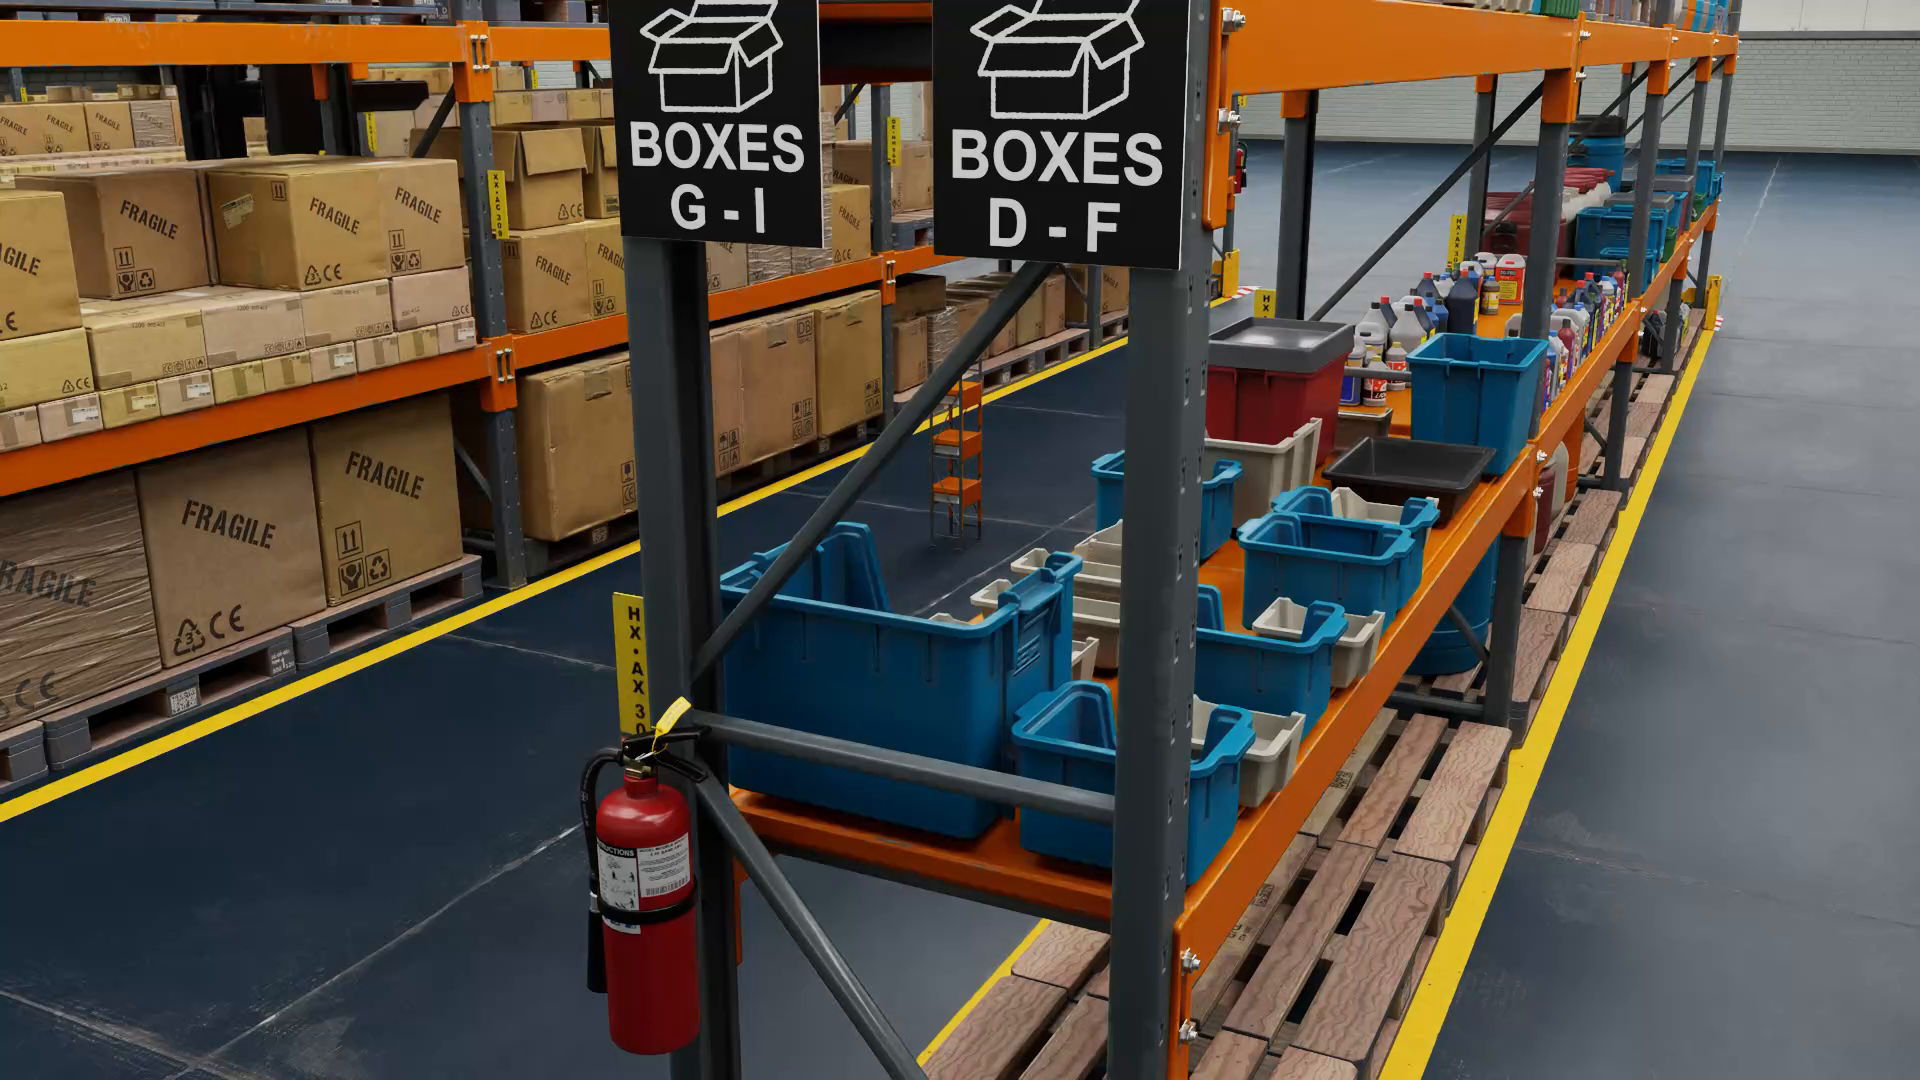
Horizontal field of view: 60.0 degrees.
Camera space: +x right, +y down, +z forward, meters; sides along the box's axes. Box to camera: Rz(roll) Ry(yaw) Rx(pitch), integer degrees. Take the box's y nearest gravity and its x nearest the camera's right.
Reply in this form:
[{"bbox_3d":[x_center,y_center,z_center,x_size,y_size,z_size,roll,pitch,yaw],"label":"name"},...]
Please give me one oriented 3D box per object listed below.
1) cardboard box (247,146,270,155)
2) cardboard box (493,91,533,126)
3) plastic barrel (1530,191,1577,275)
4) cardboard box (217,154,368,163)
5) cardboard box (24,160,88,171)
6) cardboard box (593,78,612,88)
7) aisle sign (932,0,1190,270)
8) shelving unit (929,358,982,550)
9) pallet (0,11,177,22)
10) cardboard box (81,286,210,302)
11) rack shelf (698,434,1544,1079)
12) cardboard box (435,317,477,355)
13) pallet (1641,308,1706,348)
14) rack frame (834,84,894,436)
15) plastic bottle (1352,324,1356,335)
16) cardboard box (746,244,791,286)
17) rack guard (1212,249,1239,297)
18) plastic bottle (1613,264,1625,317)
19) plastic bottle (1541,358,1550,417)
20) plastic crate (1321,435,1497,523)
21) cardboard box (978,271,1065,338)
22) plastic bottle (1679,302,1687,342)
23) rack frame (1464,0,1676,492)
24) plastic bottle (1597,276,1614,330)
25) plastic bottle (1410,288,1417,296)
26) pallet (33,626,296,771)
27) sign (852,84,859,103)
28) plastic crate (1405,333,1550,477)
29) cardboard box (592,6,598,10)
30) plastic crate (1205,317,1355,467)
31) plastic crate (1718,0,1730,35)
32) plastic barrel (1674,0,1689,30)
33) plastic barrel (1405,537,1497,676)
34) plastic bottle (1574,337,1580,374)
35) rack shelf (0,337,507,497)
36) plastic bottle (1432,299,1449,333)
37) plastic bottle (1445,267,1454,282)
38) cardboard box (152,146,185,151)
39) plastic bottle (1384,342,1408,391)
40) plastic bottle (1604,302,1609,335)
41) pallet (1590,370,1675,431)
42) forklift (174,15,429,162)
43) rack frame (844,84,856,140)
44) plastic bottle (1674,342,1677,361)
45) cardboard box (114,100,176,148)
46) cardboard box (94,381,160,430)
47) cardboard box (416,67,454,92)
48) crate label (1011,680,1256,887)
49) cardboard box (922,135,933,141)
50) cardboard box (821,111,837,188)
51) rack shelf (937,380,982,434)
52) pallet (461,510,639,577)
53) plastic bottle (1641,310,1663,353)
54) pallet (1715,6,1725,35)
[{"bbox_3d":[-5.386,-2.974,12.927,0.380,0.149,0.250,9,19,27],"label":"cardboard box"},{"bbox_3d":[-4.456,-3.952,15.629,0.700,0.500,0.500,8,18,25],"label":"cardboard box"},{"bbox_3d":[3.746,-1.977,10.717,0.421,0.512,0.421,0,17,0],"label":"plastic barrel"},{"bbox_3d":[-3.184,-1.586,8.021,0.500,0.500,0.500,8,18,25],"label":"cardboard box"},{"bbox_3d":[-6.196,-2.510,11.367,0.380,0.149,0.250,8,18,25],"label":"cardboard box"},{"bbox_3d":[-3.363,-4.619,17.649,0.875,0.550,0.550,8,18,25],"label":"cardboard box"},{"bbox_3d":[0.136,-0.787,2.339,0.394,0.787,0.004,8,18,25],"label":"aisle sign"},{"bbox_3d":[-0.024,-0.490,9.329,0.215,1.050,0.252,8,18,25],"label":"shelving unit"},{"bbox_3d":[-6.301,-3.659,11.636,1.213,0.211,1.003,8,18,25],"label":"pallet"},{"bbox_3d":[-3.638,-0.971,7.267,0.500,0.250,0.500,9,19,27],"label":"cardboard box"},{"bbox_3d":[0.796,0.239,4.716,1.077,0.370,4.000,8,18,25],"label":"rack shelf"},{"bbox_3d":[-2.584,-1.006,8.084,0.380,0.149,0.250,8,18,26],"label":"cardboard box"},{"bbox_3d":[6.693,-2.104,16.237,1.003,0.211,1.213,8,18,25],"label":"pallet"},{"bbox_3d":[-0.953,-2.265,11.880,1.000,3.000,0.127,8,18,25],"label":"rack frame"},{"bbox_3d":[1.640,-0.766,7.040,0.061,0.283,0.133,8,18,25],"label":"plastic bottle"},{"bbox_3d":[-1.409,-1.896,10.465,0.500,0.500,0.500,7,18,24],"label":"cardboard box"},{"bbox_3d":[2.587,-3.085,19.032,1.175,0.500,0.348,8,18,25],"label":"rack guard"},{"bbox_3d":[3.575,-1.362,9.048,0.061,0.283,0.133,8,18,25],"label":"plastic bottle"},{"bbox_3d":[2.295,-0.633,6.591,0.061,0.283,0.133,8,18,25],"label":"plastic bottle"},{"bbox_3d":[1.430,-0.193,5.284,0.437,0.125,0.590,8,18,25],"label":"plastic crate"},{"bbox_3d":[0.540,-2.142,15.087,0.700,0.500,0.500,7,18,21],"label":"cardboard box"},{"bbox_3d":[6.271,-1.904,14.545,0.144,0.351,0.185,8,18,25],"label":"plastic bottle"},{"bbox_3d":[3.478,-1.634,9.759,1.000,3.000,0.127,8,18,25],"label":"rack frame"},{"bbox_3d":[3.333,-1.230,8.625,0.097,0.271,0.097,0,17,0],"label":"plastic bottle"},{"bbox_3d":[2.192,-1.081,8.100,0.061,0.283,0.133,8,18,25],"label":"plastic bottle"},{"bbox_3d":[-3.695,0.587,7.178,1.003,0.211,1.213,8,18,25],"label":"pallet"},{"bbox_3d":[-1.292,-5.555,20.509,0.100,0.325,0.005,8,18,25],"label":"sign"},{"bbox_3d":[1.787,-0.474,5.776,0.392,0.384,0.575,8,18,25],"label":"plastic crate"},{"bbox_3d":[-3.731,-5.355,16.368,0.500,0.250,0.500,8,18,26],"label":"cardboard box"},{"bbox_3d":[1.067,-0.479,5.653,0.402,0.464,0.583,8,18,25],"label":"plastic crate"},{"bbox_3d":[6.470,-4.578,14.430,0.392,0.384,0.575,8,18,25],"label":"plastic crate"},{"bbox_3d":[4.039,-3.494,9.872,0.600,0.901,0.600,0,17,0],"label":"plastic barrel"},{"bbox_3d":[1.949,0.053,7.027,0.600,0.901,0.708,8,18,25],"label":"plastic barrel"},{"bbox_3d":[2.728,-0.852,7.472,0.097,0.201,0.097,0,17,0],"label":"plastic bottle"},{"bbox_3d":[-3.634,-0.391,6.837,1.077,0.370,4.000,8,18,25],"label":"rack shelf"},{"bbox_3d":[2.249,-0.999,7.846,0.097,0.271,0.097,0,17,0],"label":"plastic bottle"},{"bbox_3d":[2.584,-1.304,8.853,0.061,0.283,0.133,8,18,25],"label":"plastic bottle"},{"bbox_3d":[-6.075,-2.996,13.003,0.380,0.149,0.250,7,18,23],"label":"cardboard box"},{"bbox_3d":[1.860,-0.744,7.109,0.097,0.201,0.097,0,17,0],"label":"plastic bottle"},{"bbox_3d":[3.246,-1.147,8.468,0.097,0.201,0.097,0,17,0],"label":"plastic bottle"},{"bbox_3d":[4.949,-1.112,12.896,1.003,0.211,1.213,8,18,25],"label":"pallet"},{"bbox_3d":[-4.114,-1.934,10.888,1.130,2.935,3.031,8,18,25],"label":"forklift"},{"bbox_3d":[-1.771,-4.959,20.952,1.000,3.000,0.127,8,18,25],"label":"rack frame"},{"bbox_3d":[5.845,-1.574,13.698,0.097,0.201,0.097,0,17,0],"label":"plastic bottle"},{"bbox_3d":[-8.723,-4.399,17.629,0.500,0.500,0.500,7,18,23],"label":"cardboard box"},{"bbox_3d":[-3.388,-0.547,6.538,0.380,0.149,0.250,8,18,24],"label":"cardboard box"},{"bbox_3d":[-6.646,-5.804,21.343,0.700,0.500,0.500,8,18,25],"label":"cardboard box"},{"bbox_3d":[0.308,0.434,2.984,0.416,0.233,0.303,8,18,25],"label":"crate label"},{"bbox_3d":[0.142,-3.081,13.710,0.797,0.503,0.637,10,19,31],"label":"cardboard box"},{"bbox_3d":[-1.295,-2.609,11.103,0.797,0.503,0.637,9,19,27],"label":"cardboard box"},{"bbox_3d":[-0.024,-0.752,9.251,0.215,0.259,0.240,8,18,25],"label":"rack shelf"},{"bbox_3d":[-2.463,-0.115,9.541,1.003,0.211,1.213,8,18,25],"label":"pallet"},{"bbox_3d":[5.868,-1.765,14.080,0.144,0.351,0.185,8,18,25],"label":"plastic bottle"},{"bbox_3d":[5.500,-4.197,13.450,1.213,0.211,1.003,8,18,25],"label":"pallet"}]
